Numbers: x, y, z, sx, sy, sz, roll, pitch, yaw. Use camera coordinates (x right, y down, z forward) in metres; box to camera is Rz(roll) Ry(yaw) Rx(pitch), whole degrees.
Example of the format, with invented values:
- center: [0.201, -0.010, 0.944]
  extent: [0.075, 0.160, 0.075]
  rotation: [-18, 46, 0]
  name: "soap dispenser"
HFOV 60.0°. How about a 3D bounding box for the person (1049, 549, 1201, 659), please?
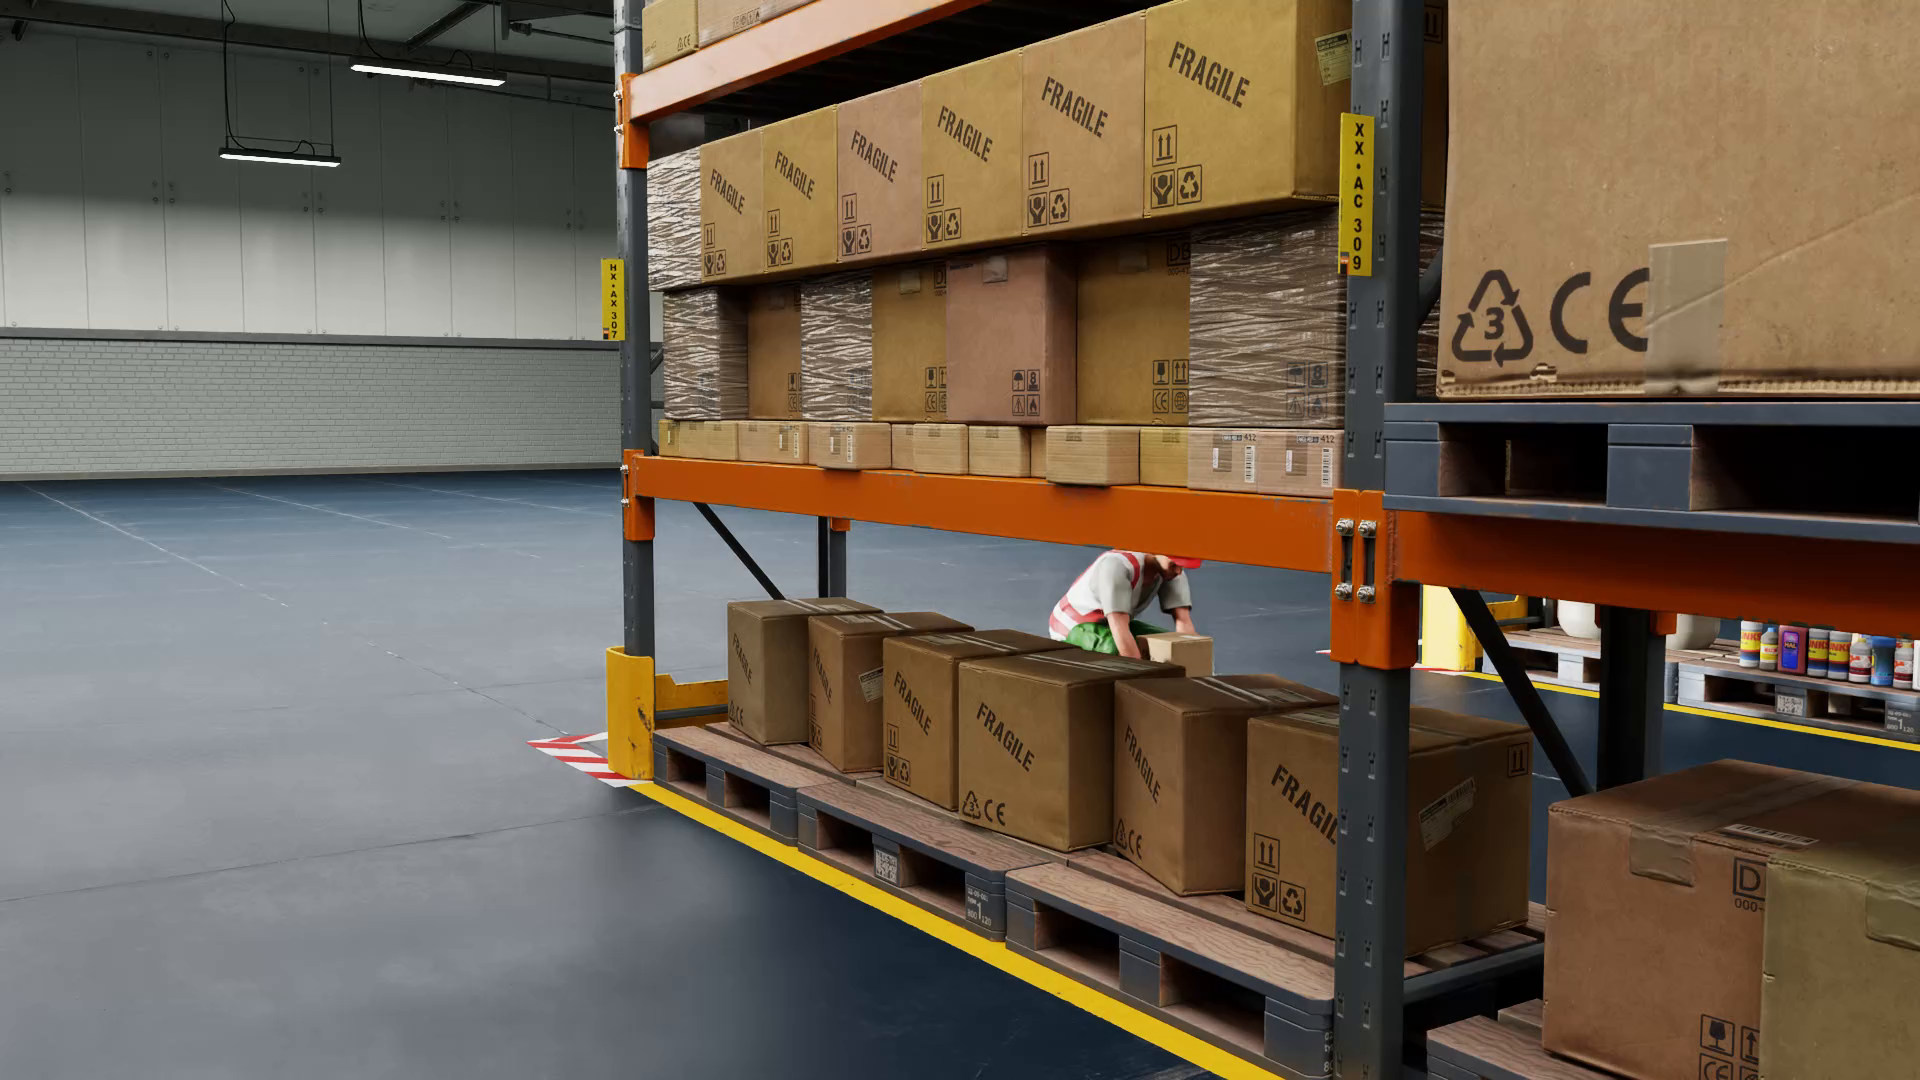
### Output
- center: [0.818, 0.380, 7.899]
  extent: [0.548, 0.993, 0.879]
  rotation: [-3, 6, -34]
  name: "person"
